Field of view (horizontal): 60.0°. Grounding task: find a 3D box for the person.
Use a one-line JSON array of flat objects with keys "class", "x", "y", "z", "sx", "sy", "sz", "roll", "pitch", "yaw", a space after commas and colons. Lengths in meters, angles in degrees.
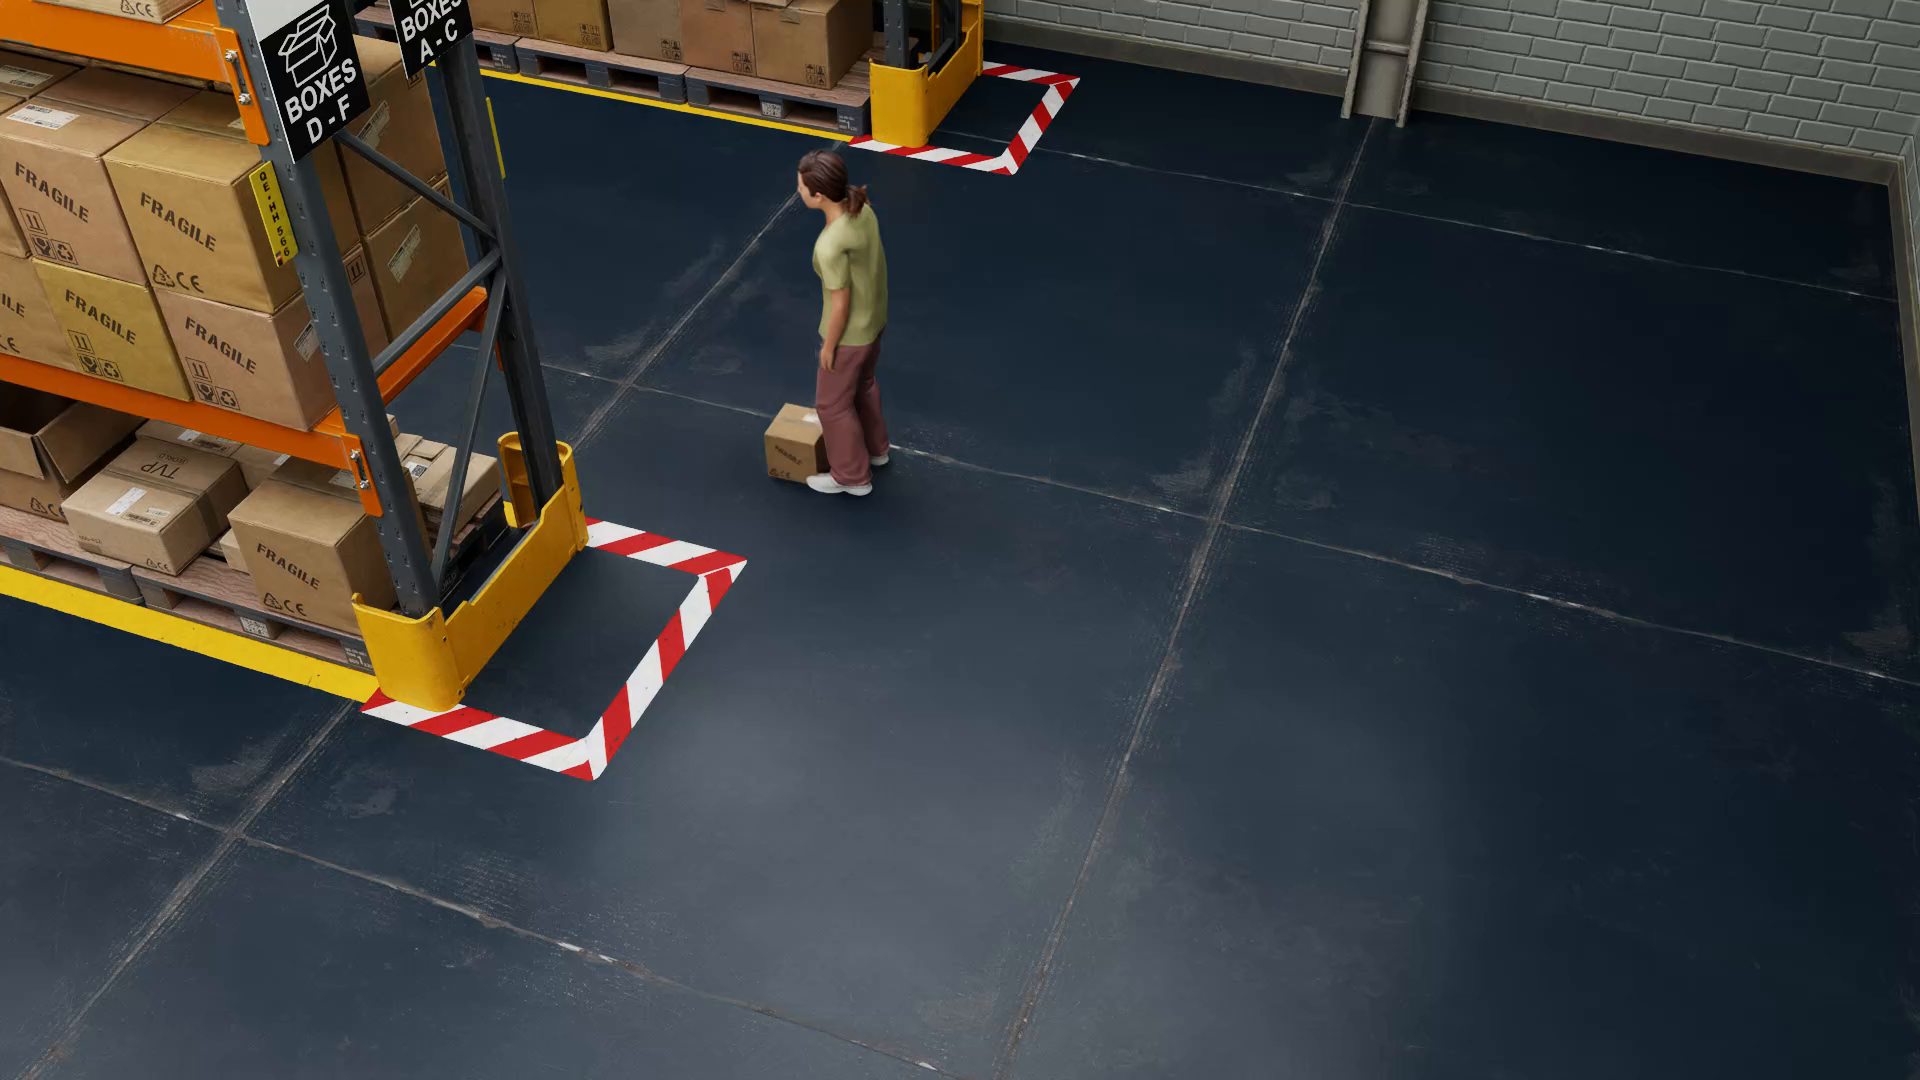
[{"class": "person", "x": -0.499, "y": -0.923, "z": 7.199, "sx": 0.363, "sy": 1.672, "sz": 0.498, "roll": 12, "pitch": 43, "yaw": 13}]
